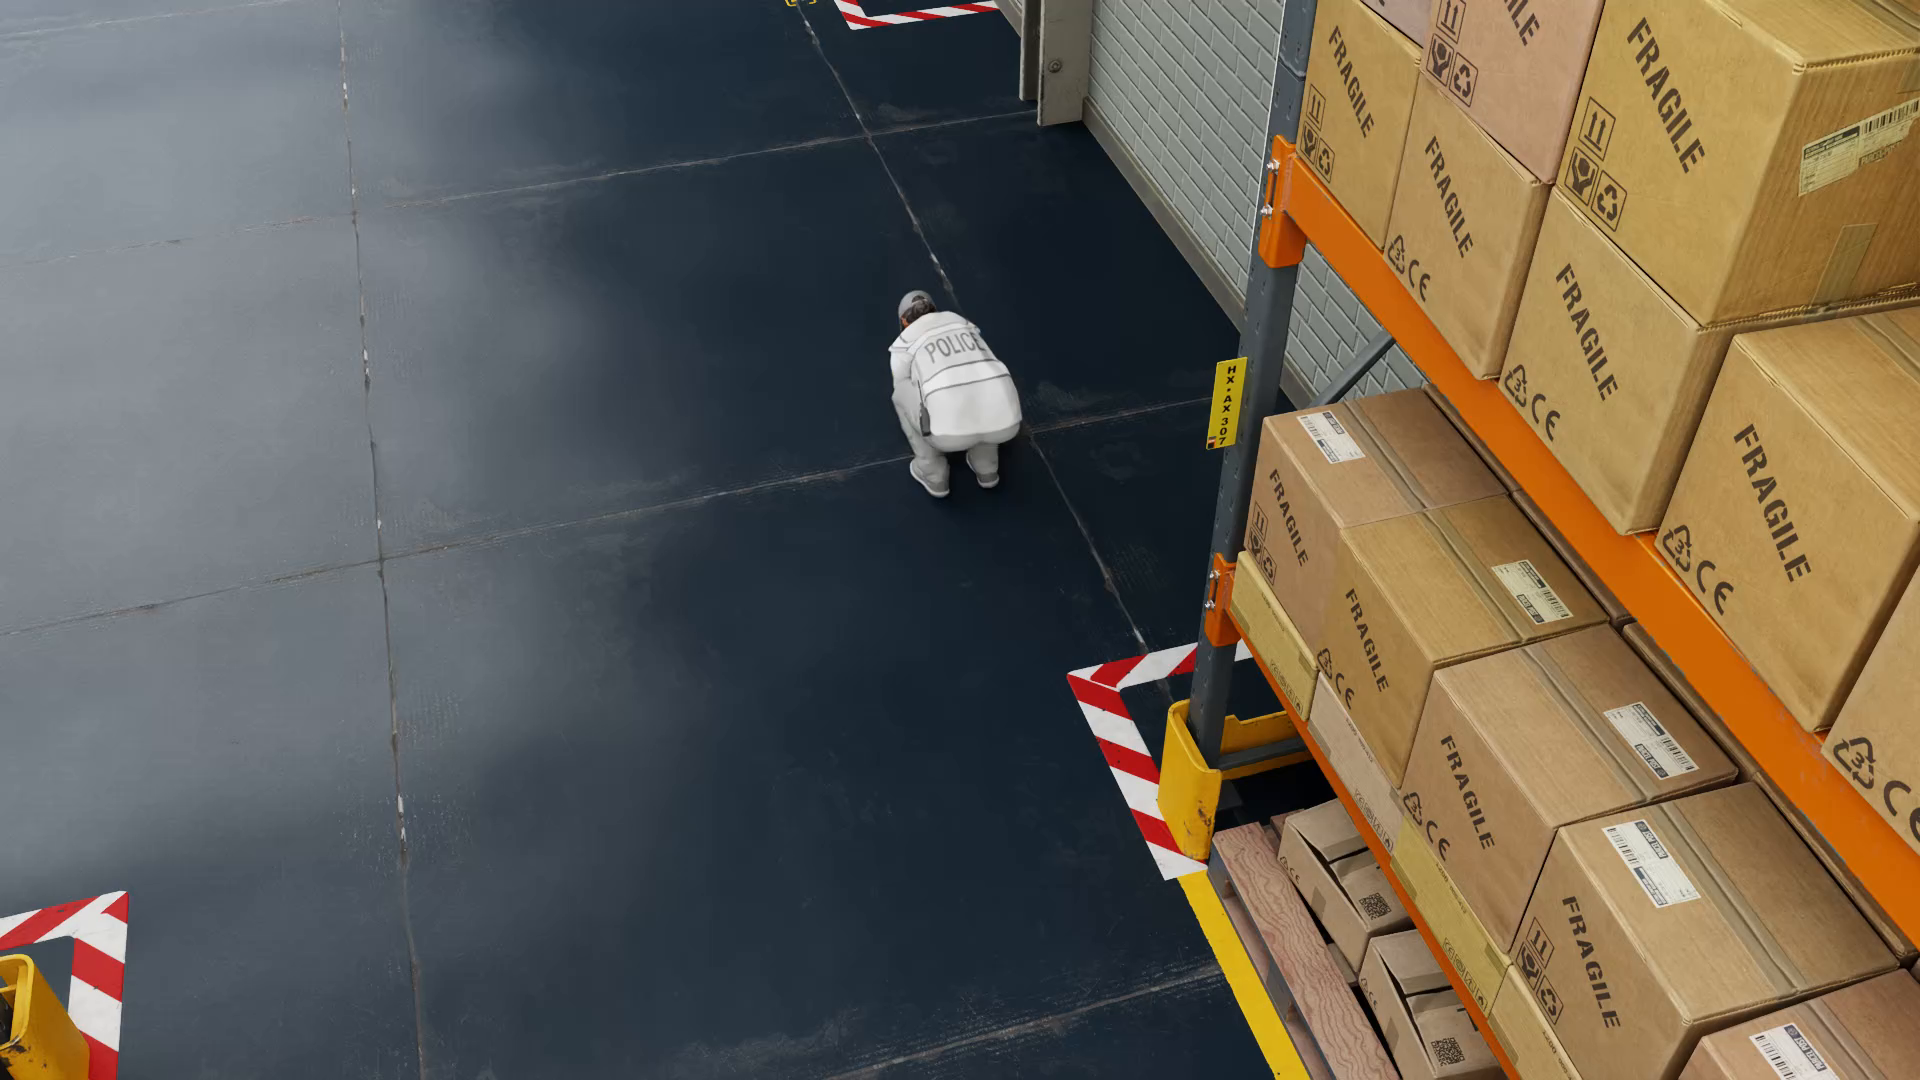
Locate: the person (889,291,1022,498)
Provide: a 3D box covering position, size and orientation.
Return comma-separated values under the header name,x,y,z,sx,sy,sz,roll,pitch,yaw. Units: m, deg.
name,x,y,z,sx,sy,sz,roll,pitch,yaw
person,-0.051,-0.627,7.543,0.488,0.752,0.931,-13,44,-14
